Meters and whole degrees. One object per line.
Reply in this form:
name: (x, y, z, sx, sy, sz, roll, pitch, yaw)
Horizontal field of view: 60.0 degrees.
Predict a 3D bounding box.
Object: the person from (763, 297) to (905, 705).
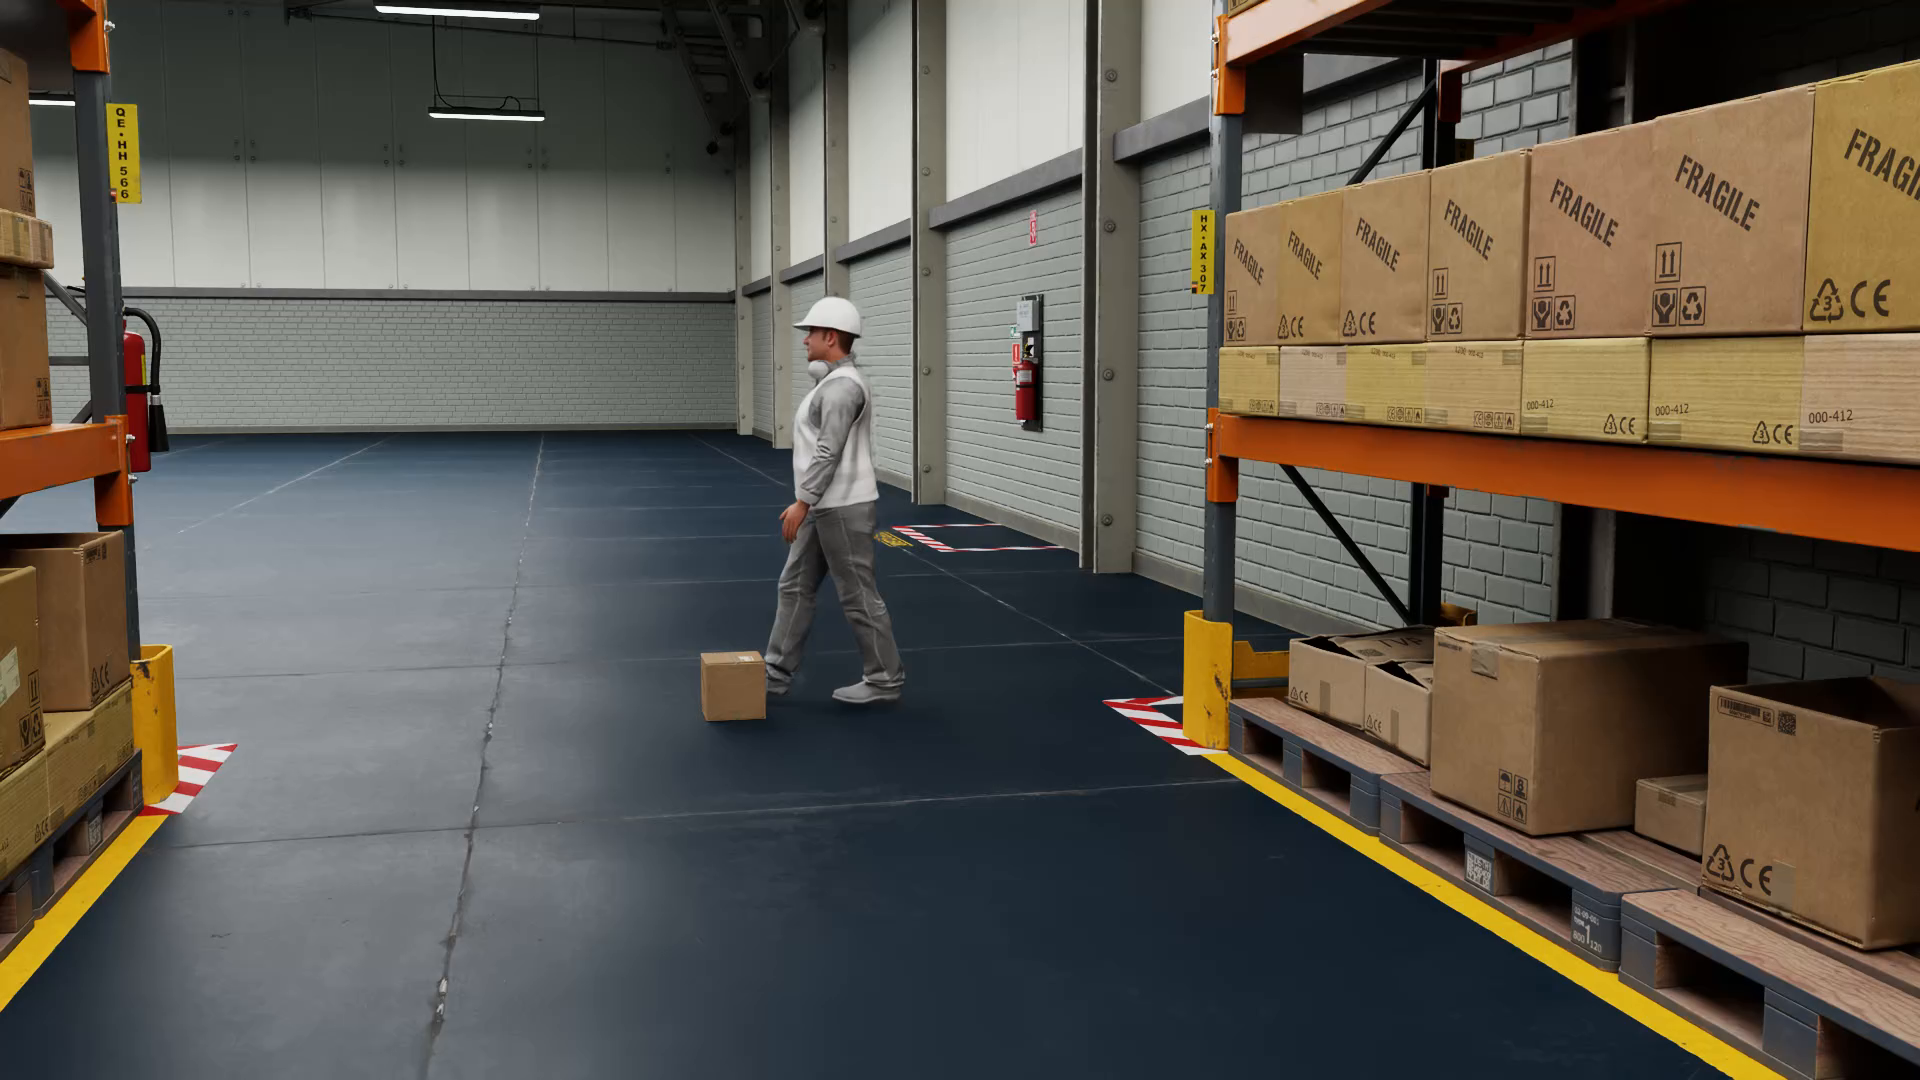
person: (-0.632, -0.157, 7.134, 0.799, 1.753, 0.565, -1, 6, -8)
